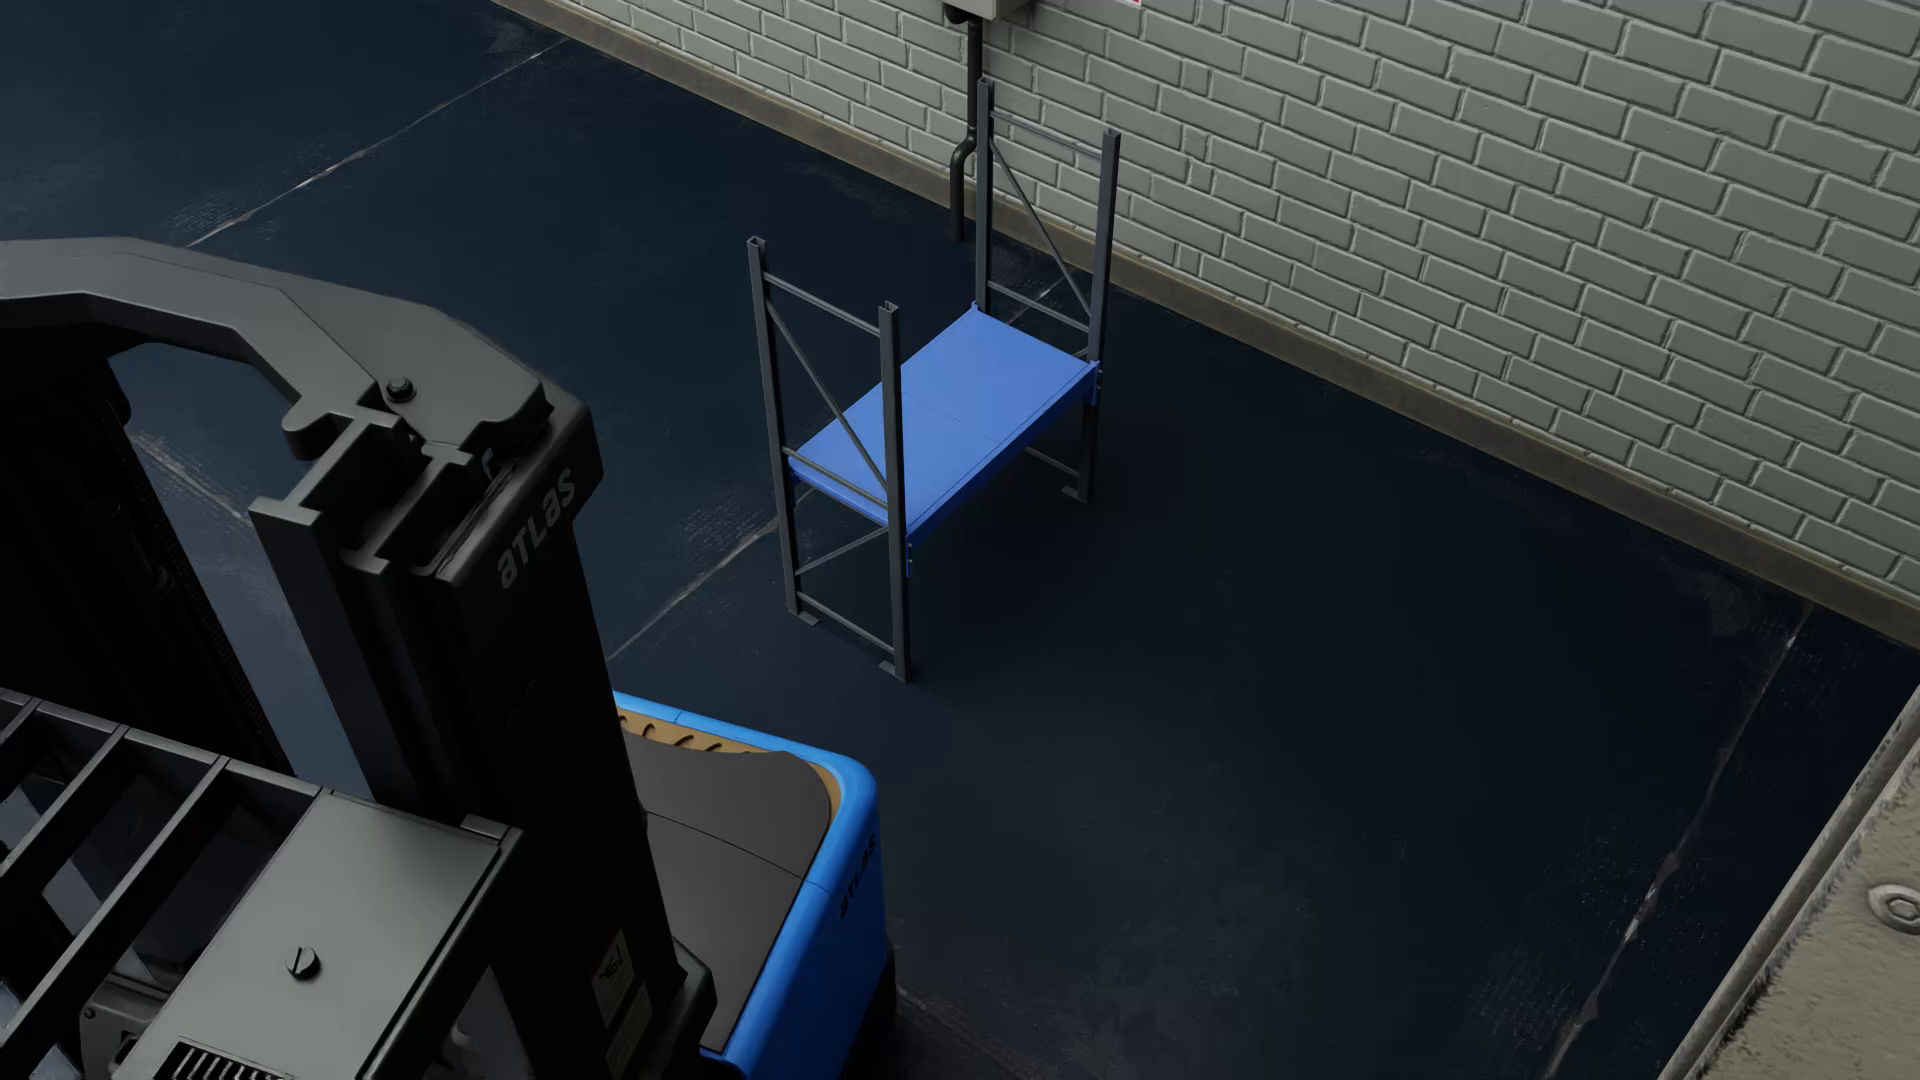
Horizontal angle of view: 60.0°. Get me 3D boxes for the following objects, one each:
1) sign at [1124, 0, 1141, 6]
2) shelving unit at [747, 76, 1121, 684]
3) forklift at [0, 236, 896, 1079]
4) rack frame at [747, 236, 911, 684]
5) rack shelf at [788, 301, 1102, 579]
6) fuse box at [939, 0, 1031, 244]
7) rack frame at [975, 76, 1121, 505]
[{"bbox_3d":[0.510,-2.131,5.777,0.329,0.494,0.001,29,53,25],"label":"sign"},{"bbox_3d":[-0.052,-0.469,5.161,0.538,1.500,1.048,29,53,25],"label":"shelving unit"},{"bbox_3d":[-1.128,1.138,2.636,1.130,2.935,3.031,14,48,13],"label":"forklift"},{"bbox_3d":[-0.363,-0.178,4.883,0.500,1.500,0.032,29,53,25],"label":"rack frame"},{"bbox_3d":[-0.052,-0.345,5.291,0.538,0.185,1.000,29,53,25],"label":"rack shelf"},{"bbox_3d":[-0.007,-1.819,6.304,0.539,1.711,0.414,29,53,25],"label":"fuse box"},{"bbox_3d":[0.259,-0.760,5.439,0.500,1.500,0.032,29,53,25],"label":"rack frame"}]
